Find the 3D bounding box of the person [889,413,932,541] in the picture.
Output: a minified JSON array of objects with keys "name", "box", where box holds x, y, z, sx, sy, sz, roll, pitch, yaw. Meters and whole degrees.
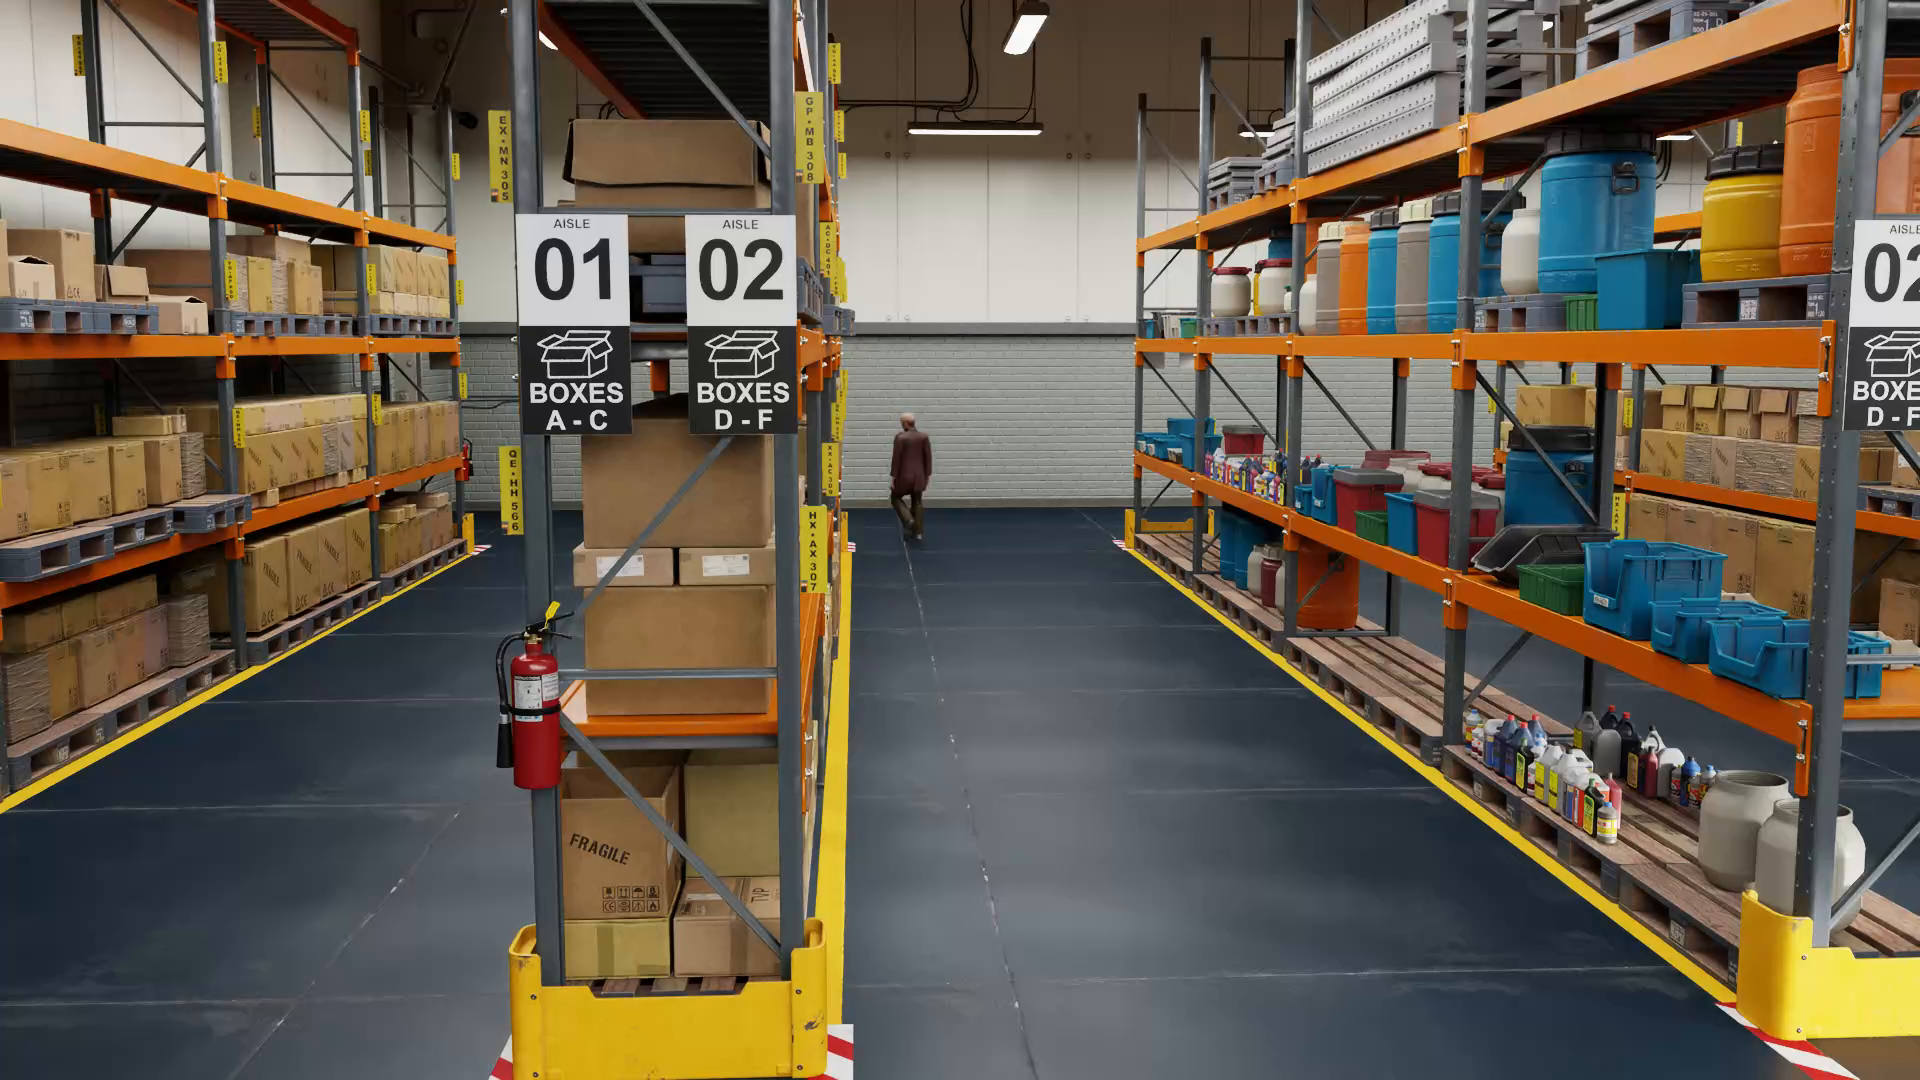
[{"name":"person","box":[-0.705,-0.876,23.099,0.638,1.778,0.475,-3,7,-21]}]
